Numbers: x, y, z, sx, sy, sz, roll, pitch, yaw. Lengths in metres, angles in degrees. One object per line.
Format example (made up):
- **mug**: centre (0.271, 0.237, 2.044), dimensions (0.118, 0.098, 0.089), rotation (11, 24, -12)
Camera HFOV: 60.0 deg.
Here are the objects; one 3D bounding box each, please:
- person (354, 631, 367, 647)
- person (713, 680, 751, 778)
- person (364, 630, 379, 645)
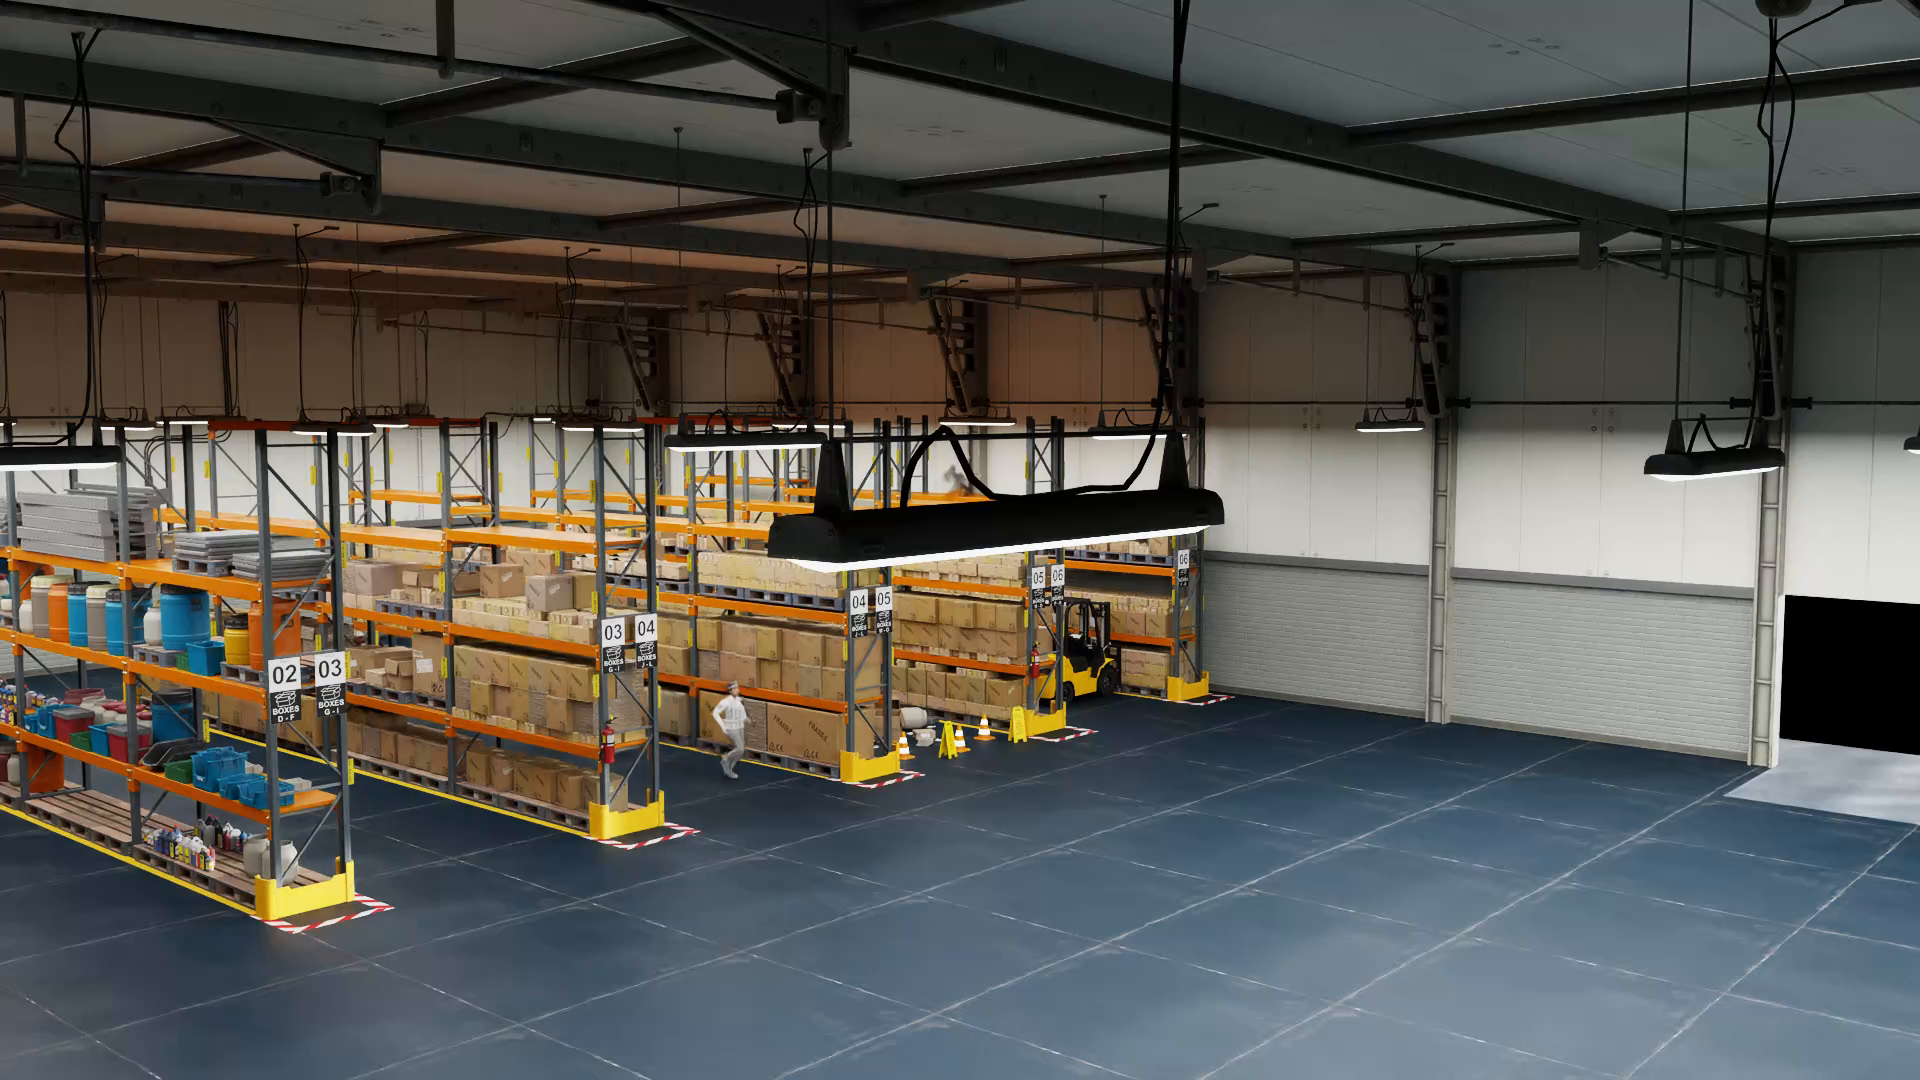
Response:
- **person**: centre (-11.934, 2.675, 33.115), dimensions (0.987, 1.746, 0.703), rotation (3, 6, 34)
- **person**: centre (-3.756, 3.179, 27.907), dimensions (0.562, 1.657, 0.599), rotation (3, 6, 32)
- **person**: centre (-14.054, 2.205, 39.792), dimensions (0.725, 1.621, 0.672), rotation (-1, 5, -12)
